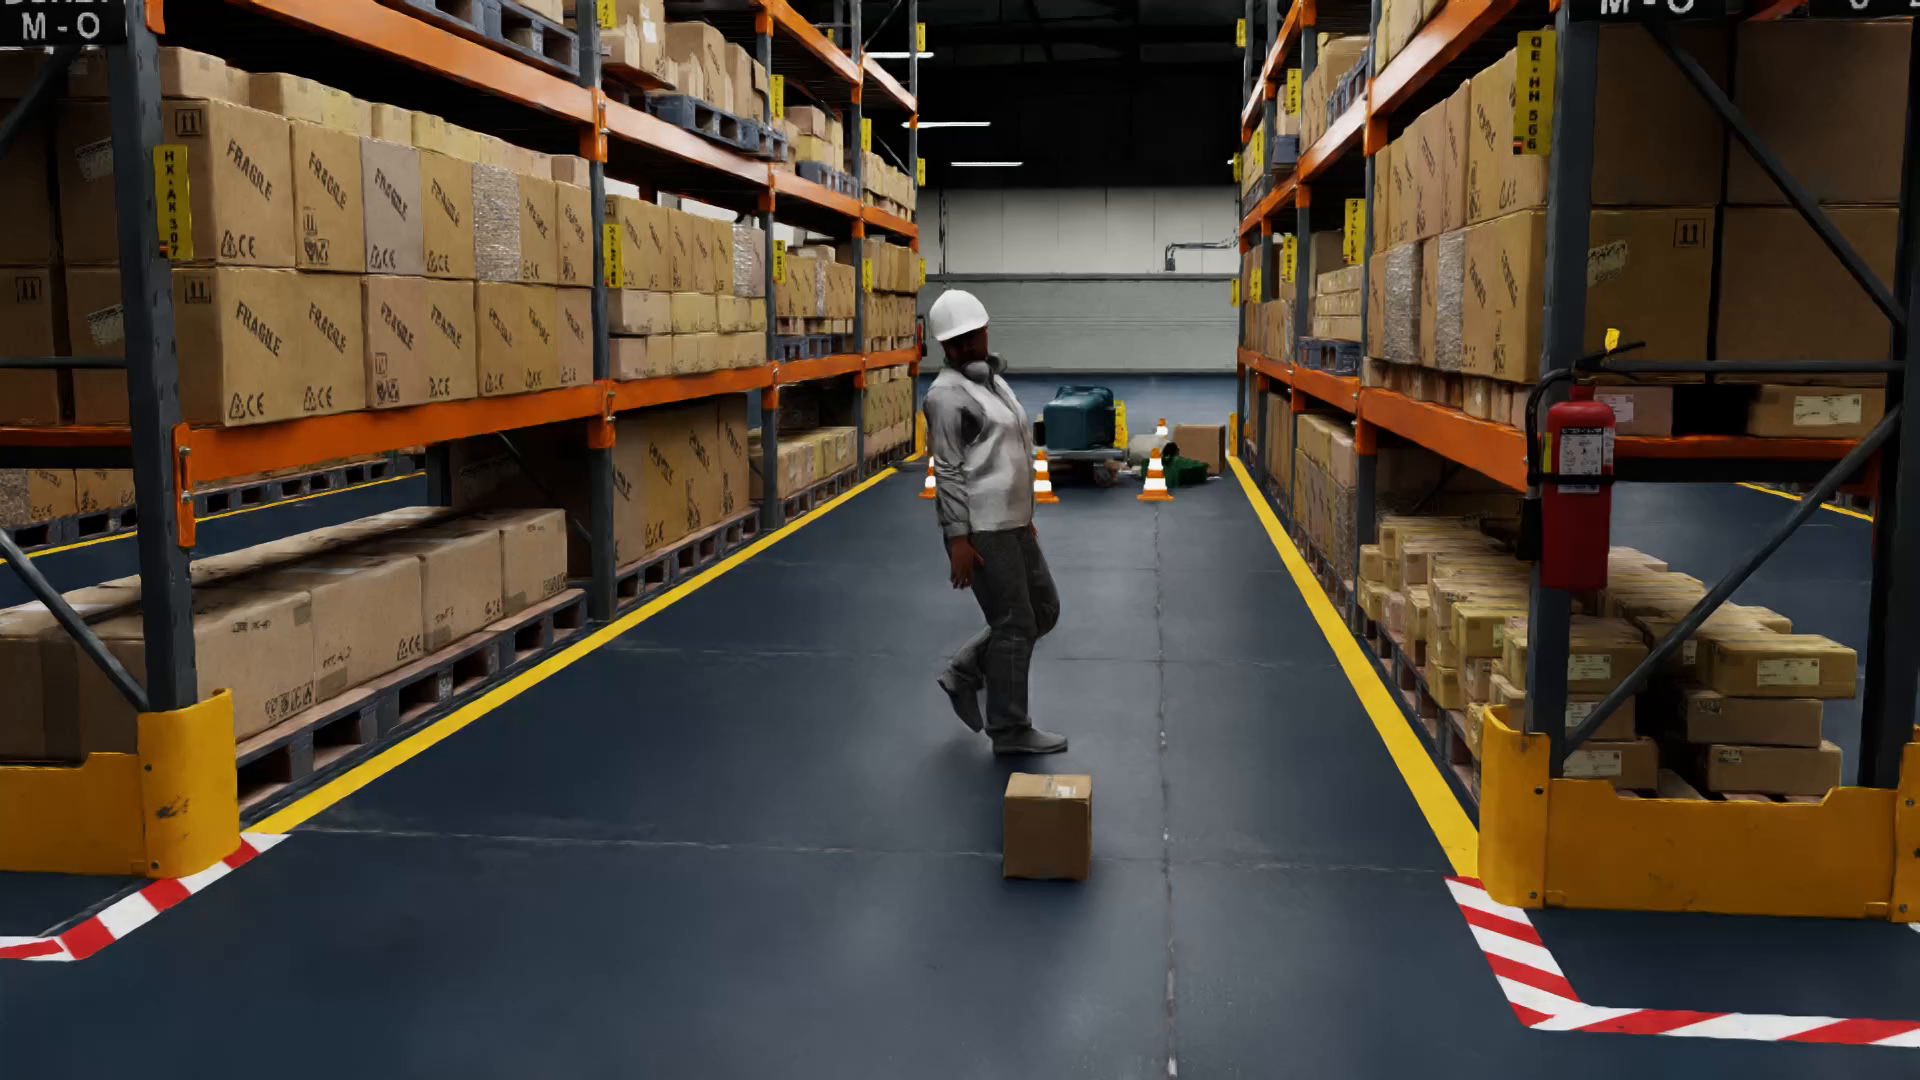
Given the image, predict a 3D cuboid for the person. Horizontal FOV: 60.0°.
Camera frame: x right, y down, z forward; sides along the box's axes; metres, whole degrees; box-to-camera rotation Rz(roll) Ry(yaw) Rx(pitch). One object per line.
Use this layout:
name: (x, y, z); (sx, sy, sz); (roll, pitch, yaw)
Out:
person: (0.134, -0.049, 6.188); (0.525, 1.748, 0.587); (1, 8, 11)
